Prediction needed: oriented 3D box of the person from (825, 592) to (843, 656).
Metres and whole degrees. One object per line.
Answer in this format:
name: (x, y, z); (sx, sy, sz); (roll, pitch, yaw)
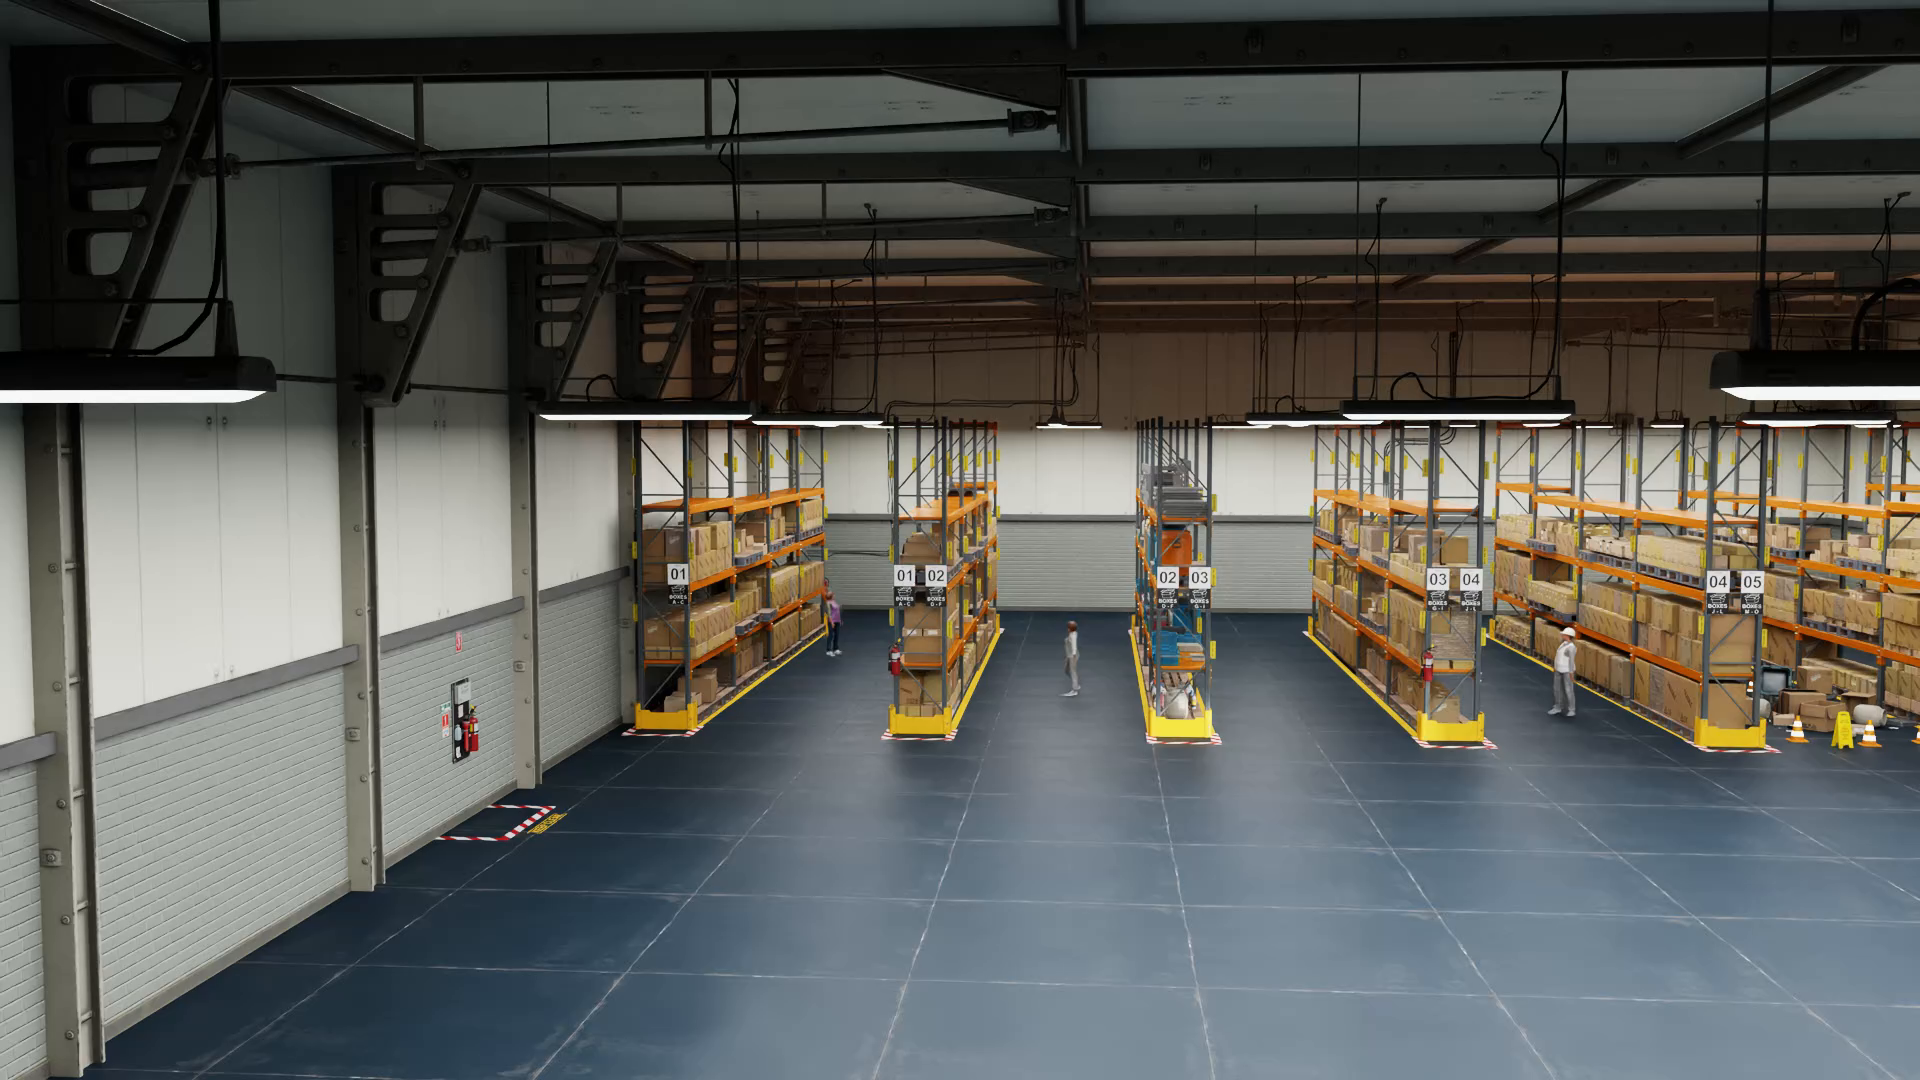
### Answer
person: (-3.152, 2.090, 41.731); (0.365, 1.609, 0.493); (3, 5, 40)

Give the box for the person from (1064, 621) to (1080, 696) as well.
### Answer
person: (2.450, 2.559, 36.053); (0.355, 1.608, 0.450); (0, 4, 0)

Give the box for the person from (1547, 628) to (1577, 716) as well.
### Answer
person: (12.147, 2.643, 33.492); (0.431, 1.786, 0.697); (-1, 4, -12)
